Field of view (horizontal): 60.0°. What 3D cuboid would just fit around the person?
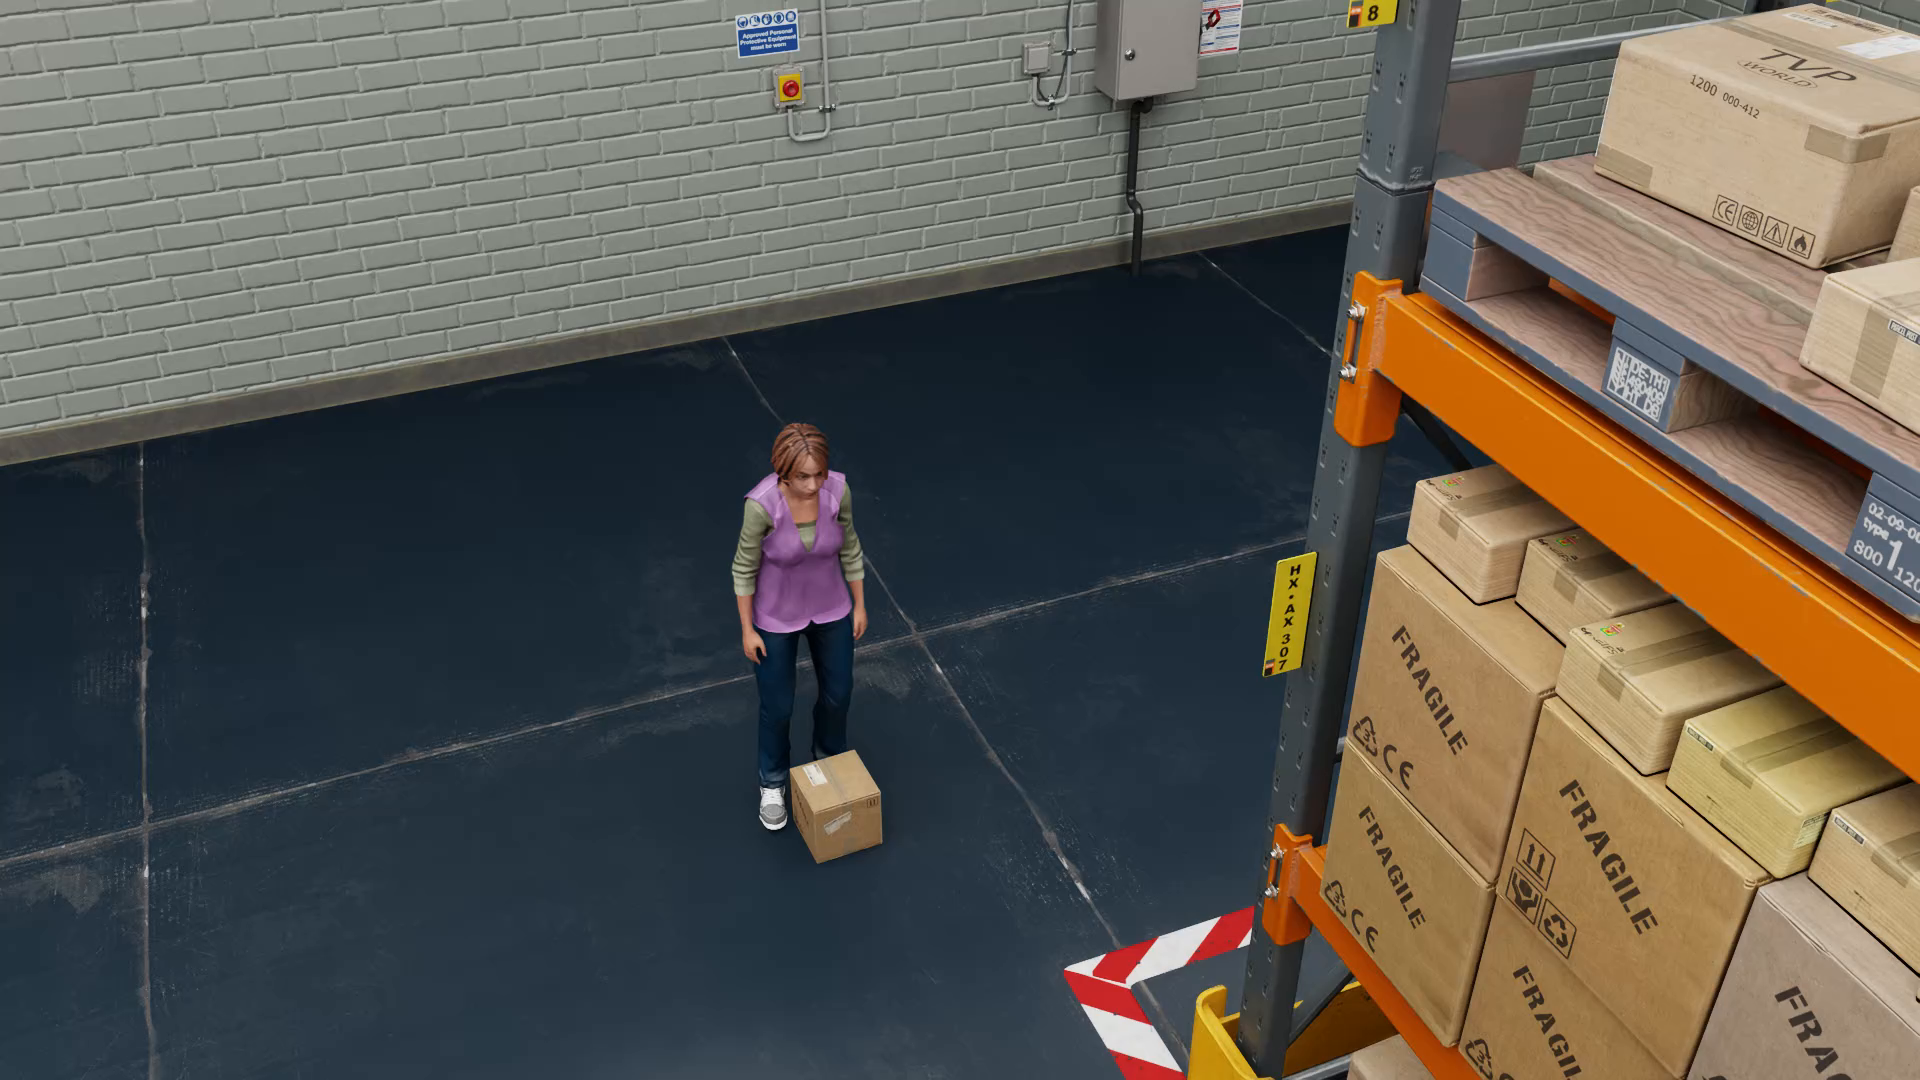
[{"bbox_3d":[-0.539,0.280,5.735,0.463,1.592,0.365,-13,36,-19],"label":"person"}]
